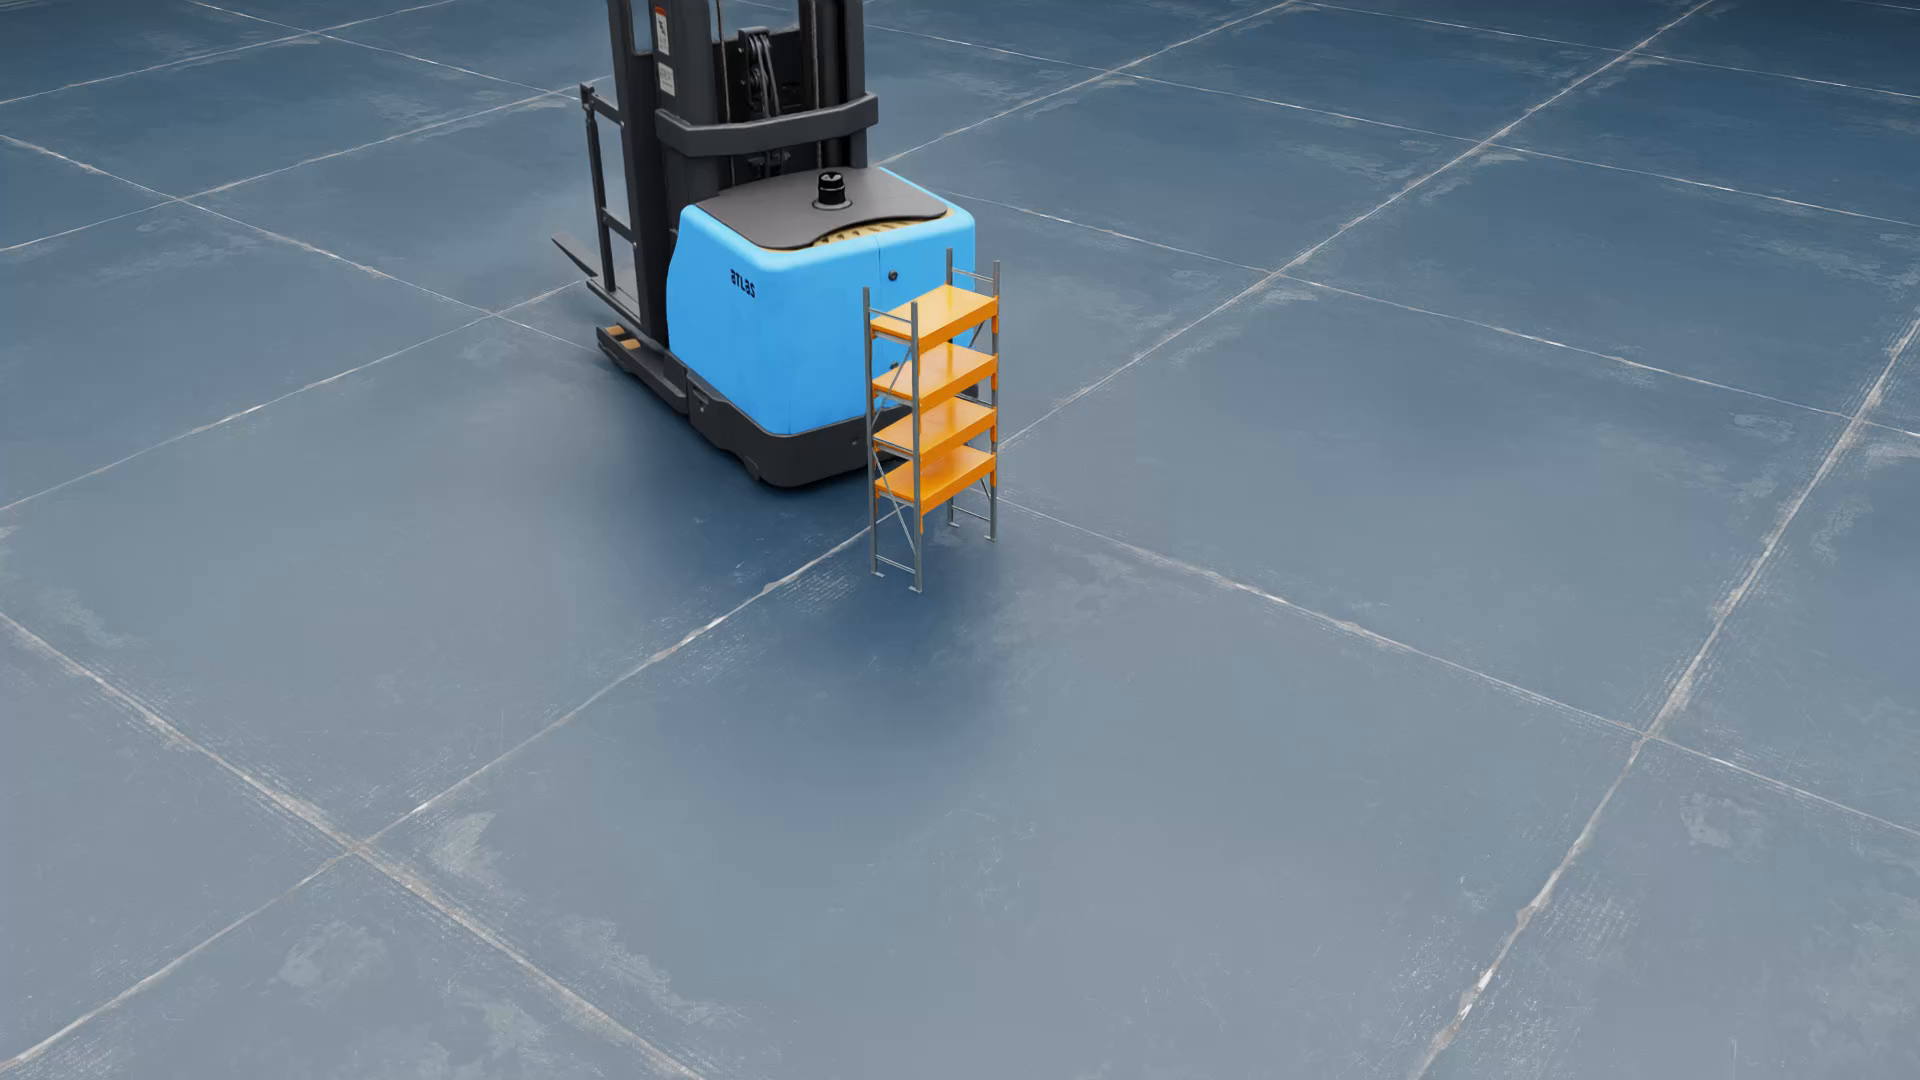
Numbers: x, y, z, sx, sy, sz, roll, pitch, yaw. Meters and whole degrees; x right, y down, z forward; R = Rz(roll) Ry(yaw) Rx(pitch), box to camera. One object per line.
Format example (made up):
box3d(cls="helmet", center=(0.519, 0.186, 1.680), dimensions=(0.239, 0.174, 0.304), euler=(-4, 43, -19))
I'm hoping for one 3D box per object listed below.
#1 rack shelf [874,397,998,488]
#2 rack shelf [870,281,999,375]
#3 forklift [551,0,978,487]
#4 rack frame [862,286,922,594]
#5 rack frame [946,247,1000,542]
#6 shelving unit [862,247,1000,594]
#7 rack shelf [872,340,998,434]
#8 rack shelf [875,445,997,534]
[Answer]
box3d(cls="rack shelf", center=(-0.100, -0.391, 6.365), dimensions=(0.258, 0.148, 0.480), euler=(21, 37, 31))
box3d(cls="rack shelf", center=(-0.100, -0.787, 6.130), dimensions=(0.258, 0.148, 0.480), euler=(21, 37, 31))
box3d(cls="forklift", center=(-1.143, -2.193, 7.575), dimensions=(1.130, 2.935, 3.031), euler=(-18, 35, -28))
box3d(cls="rack frame", center=(-0.247, -0.350, 6.163), dimensions=(0.240, 1.200, 0.015), euler=(21, 37, 31))
box3d(cls="rack frame", center=(0.047, -0.548, 6.498), dimensions=(0.240, 1.200, 0.015), euler=(21, 37, 31))
box3d(cls="shelving unit", center=(-0.100, -0.449, 6.331), dimensions=(0.258, 1.200, 0.503), euler=(21, 37, 31))
box3d(cls="rack shelf", center=(-0.100, -0.583, 6.251), dimensions=(0.258, 0.148, 0.480), euler=(21, 37, 31))
box3d(cls="rack shelf", center=(-0.100, -0.220, 6.466), dimensions=(0.258, 0.148, 0.480), euler=(21, 37, 31))
